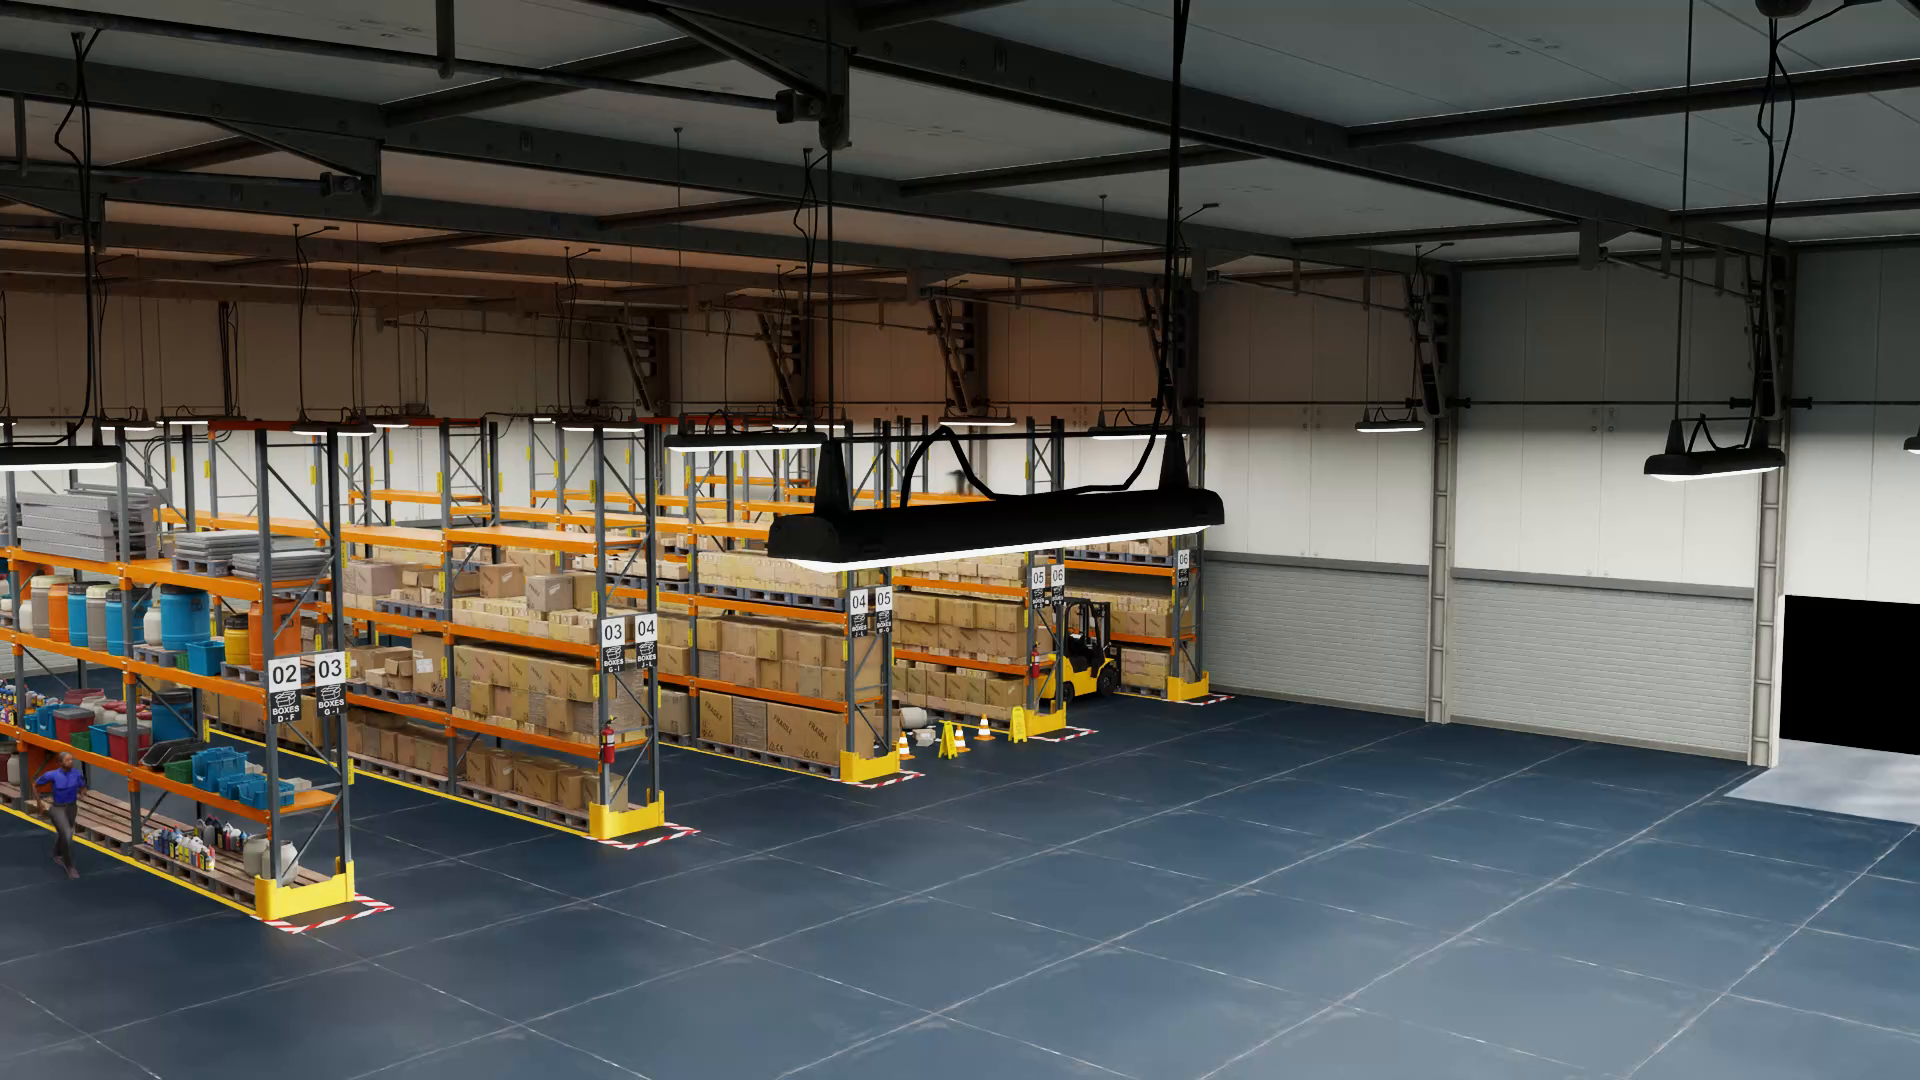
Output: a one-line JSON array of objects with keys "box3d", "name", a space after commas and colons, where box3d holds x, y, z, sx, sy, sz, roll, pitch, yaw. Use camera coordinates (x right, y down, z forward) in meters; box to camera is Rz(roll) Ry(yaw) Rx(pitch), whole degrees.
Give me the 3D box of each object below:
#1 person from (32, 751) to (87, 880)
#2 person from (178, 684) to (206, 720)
[{"box3d": [-12.023, 3.664, 22.238, 0.841, 1.703, 0.619, 3, 6, 32], "name": "person"}, {"box3d": [-13.968, 3.043, 30.153, 0.798, 1.561, 0.587, 2, 5, 23], "name": "person"}]
